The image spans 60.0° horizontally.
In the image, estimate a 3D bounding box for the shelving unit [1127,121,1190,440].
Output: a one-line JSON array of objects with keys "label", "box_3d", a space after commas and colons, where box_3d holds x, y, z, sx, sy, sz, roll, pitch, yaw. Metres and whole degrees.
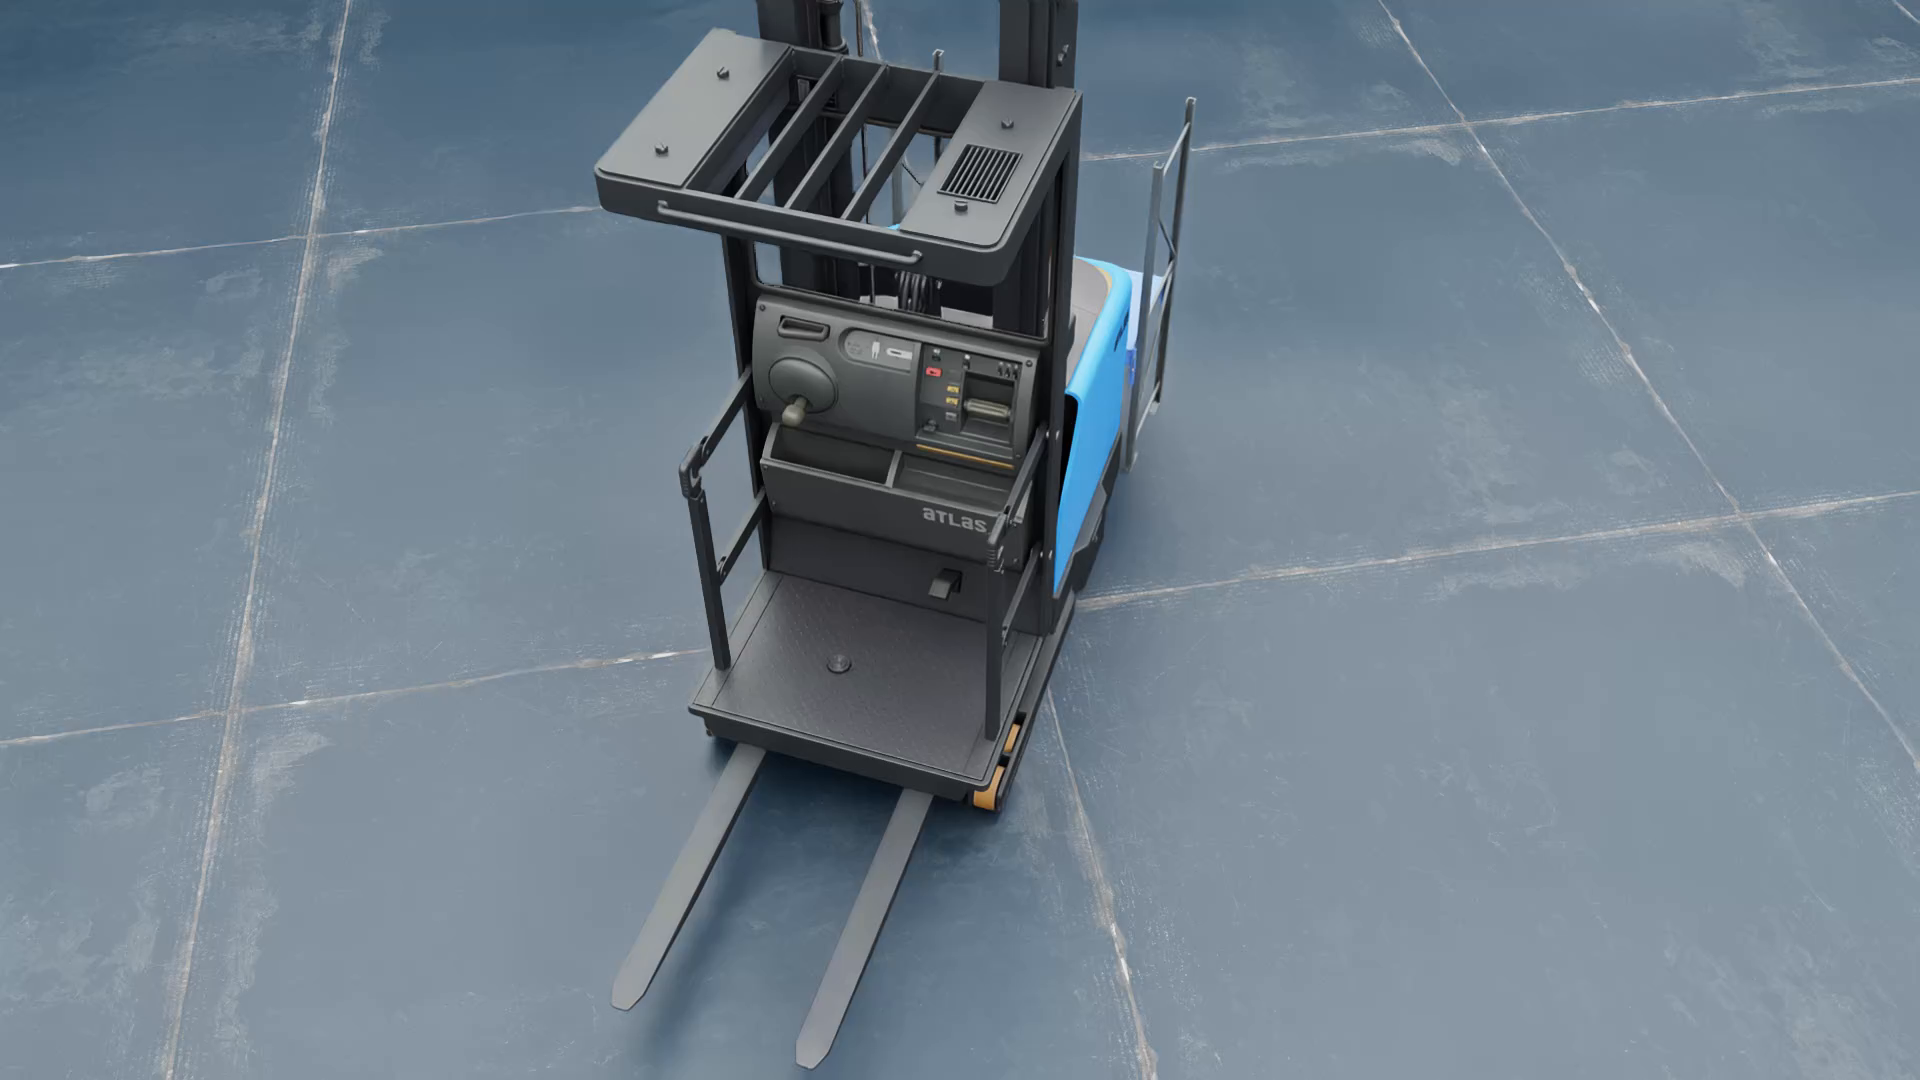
[{"label": "shelving unit", "box_3d": [0.333, -1.103, 6.771, 0.991, 1.308, 0.475, 15, 48, 14]}]

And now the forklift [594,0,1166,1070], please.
[{"label": "forklift", "box_3d": [-6.560, 2.622, 1.725, 10.237, 3.598, 16.613, 13, 48, 12]}]

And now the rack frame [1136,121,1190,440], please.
[{"label": "rack frame", "box_3d": [0.793, -0.982, 6.655, 0.013, 1.308, 0.475, 15, 48, 14]}]

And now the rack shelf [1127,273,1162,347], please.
[{"label": "rack shelf", "box_3d": [0.315, -1.016, 6.869, 0.952, 0.062, 0.459, 15, 48, 14]}]
